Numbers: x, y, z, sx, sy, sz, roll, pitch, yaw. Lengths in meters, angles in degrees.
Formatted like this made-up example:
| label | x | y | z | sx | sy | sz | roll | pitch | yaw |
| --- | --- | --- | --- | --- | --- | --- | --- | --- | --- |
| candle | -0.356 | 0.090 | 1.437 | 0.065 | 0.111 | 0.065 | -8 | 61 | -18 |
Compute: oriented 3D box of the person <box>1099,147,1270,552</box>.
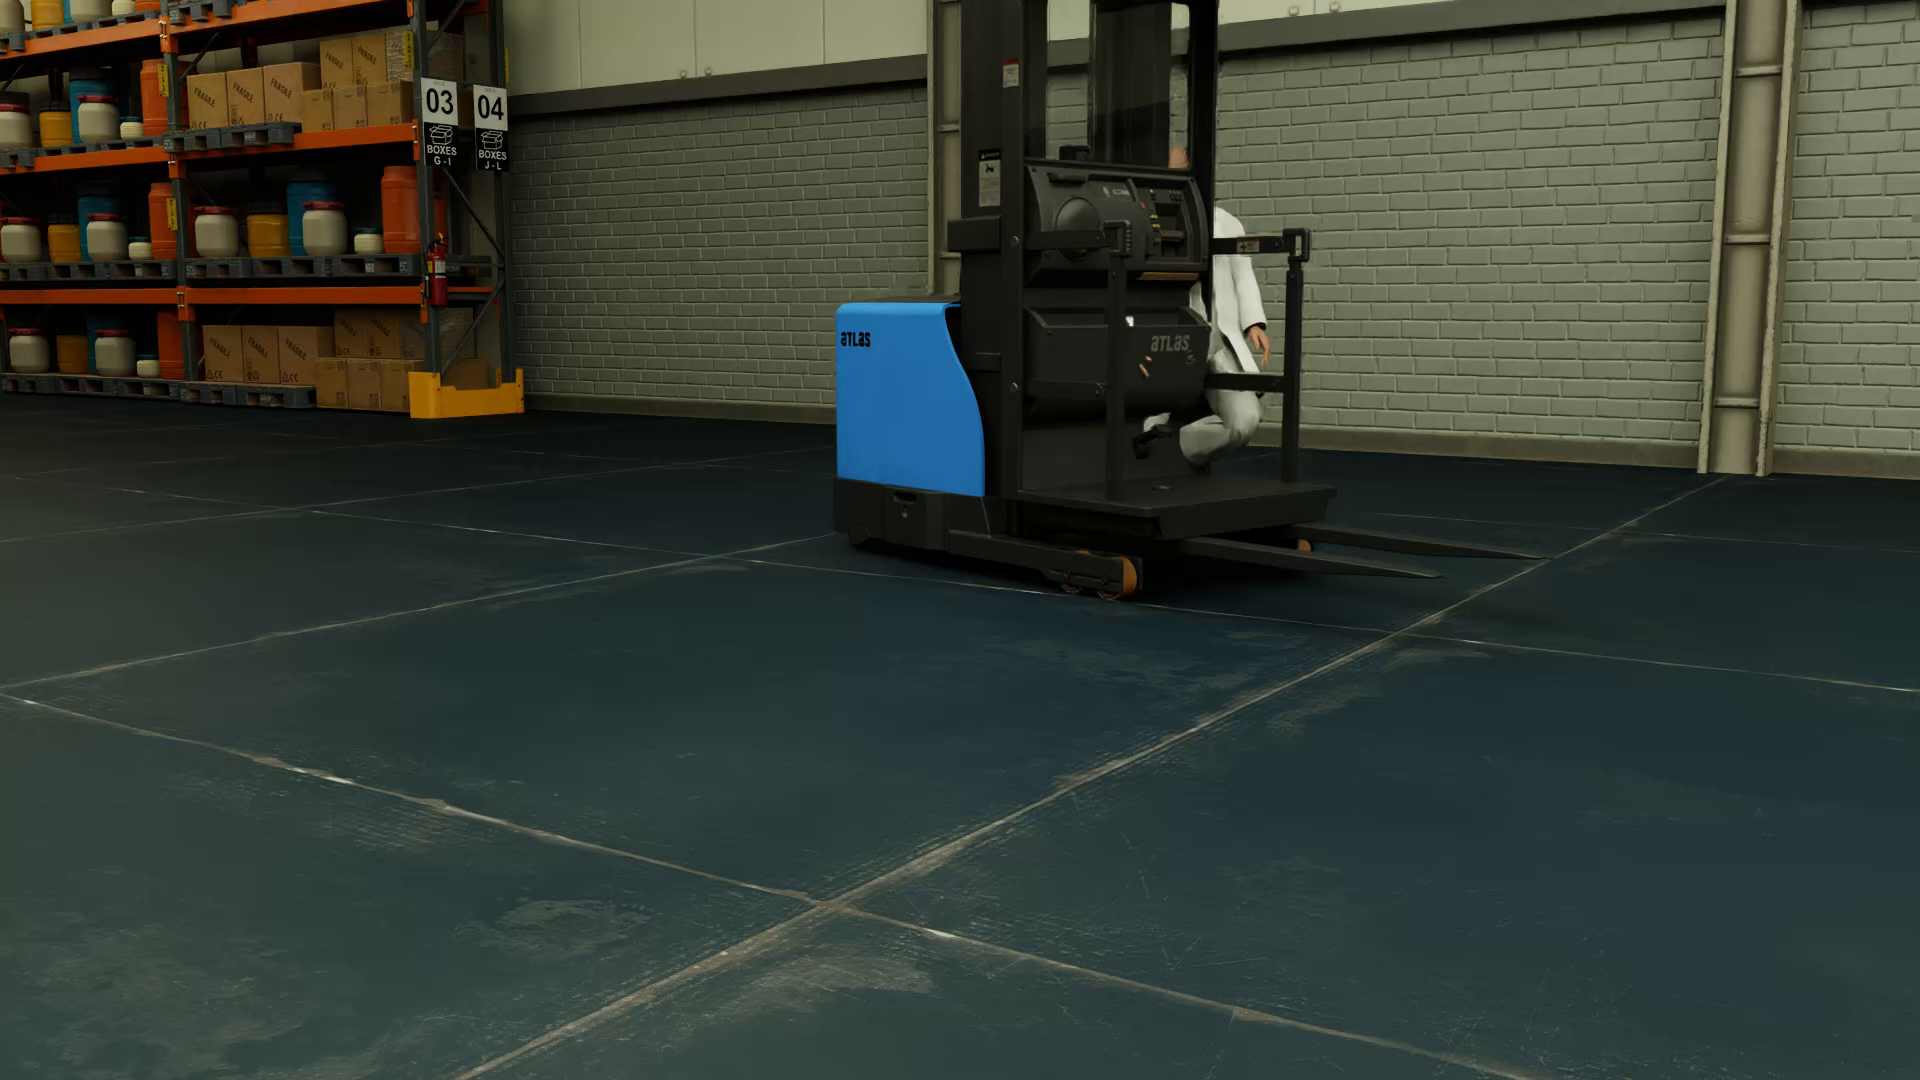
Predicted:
| label | x | y | z | sx | sy | sz | roll | pitch | yaw |
| --- | --- | --- | --- | --- | --- | --- | --- | --- | --- |
| person | 0.930 | -0.789 | 6.887 | 0.798 | 1.672 | 0.744 | -1 | 8 | -10 |

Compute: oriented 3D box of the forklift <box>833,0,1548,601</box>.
| label | x | y | z | sx | sy | sz | roll | pitch | yaw |
| --- | --- | --- | --- | --- | --- | --- | --- | --- | --- |
| forklift | 0.769 | -1.309 | 6.396 | 1.130 | 2.935 | 3.031 | -7 | 10 | -39 |
